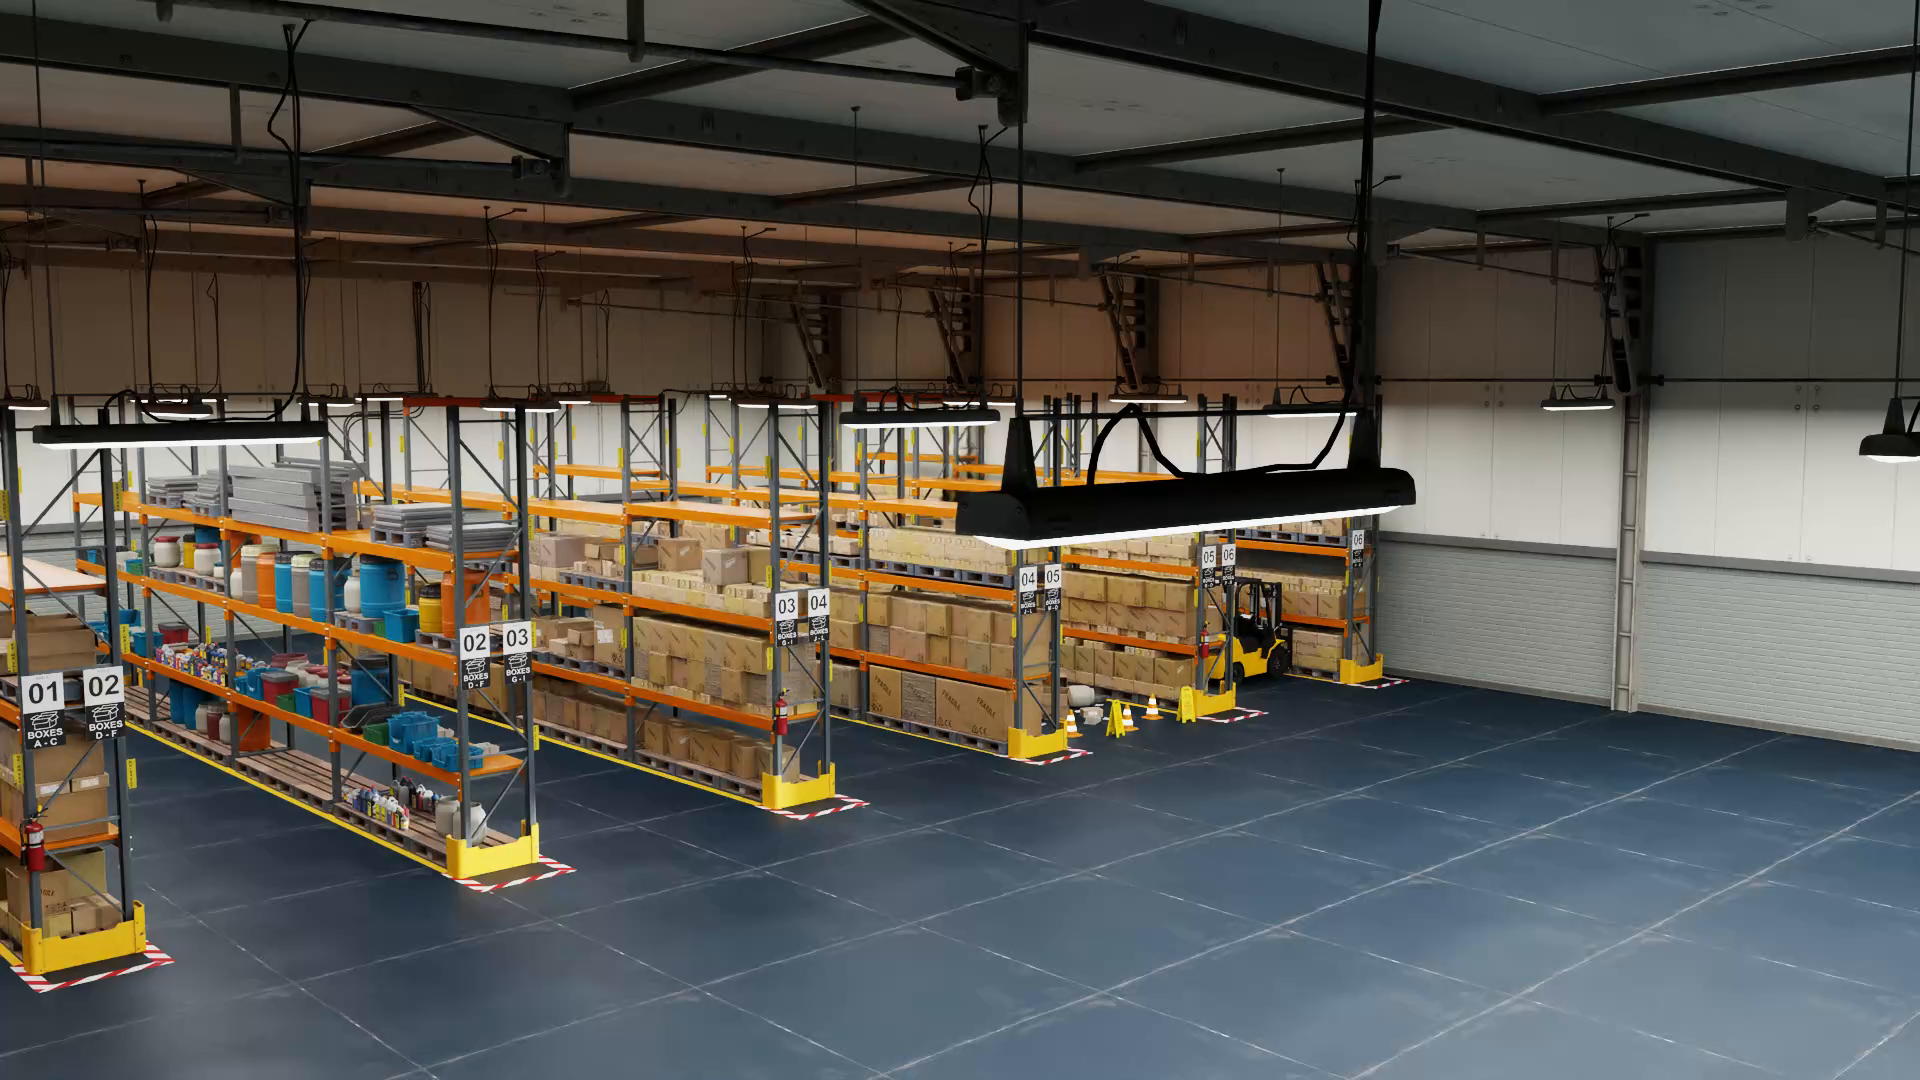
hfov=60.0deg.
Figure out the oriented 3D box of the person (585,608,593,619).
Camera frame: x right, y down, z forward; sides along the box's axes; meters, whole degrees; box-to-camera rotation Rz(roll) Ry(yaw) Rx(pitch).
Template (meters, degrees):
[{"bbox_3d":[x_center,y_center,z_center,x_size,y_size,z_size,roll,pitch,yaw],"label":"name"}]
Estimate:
[{"bbox_3d":[-9.183,1.437,41.865,0.895,1.758,0.662,-5,7,-42],"label":"person"}]
